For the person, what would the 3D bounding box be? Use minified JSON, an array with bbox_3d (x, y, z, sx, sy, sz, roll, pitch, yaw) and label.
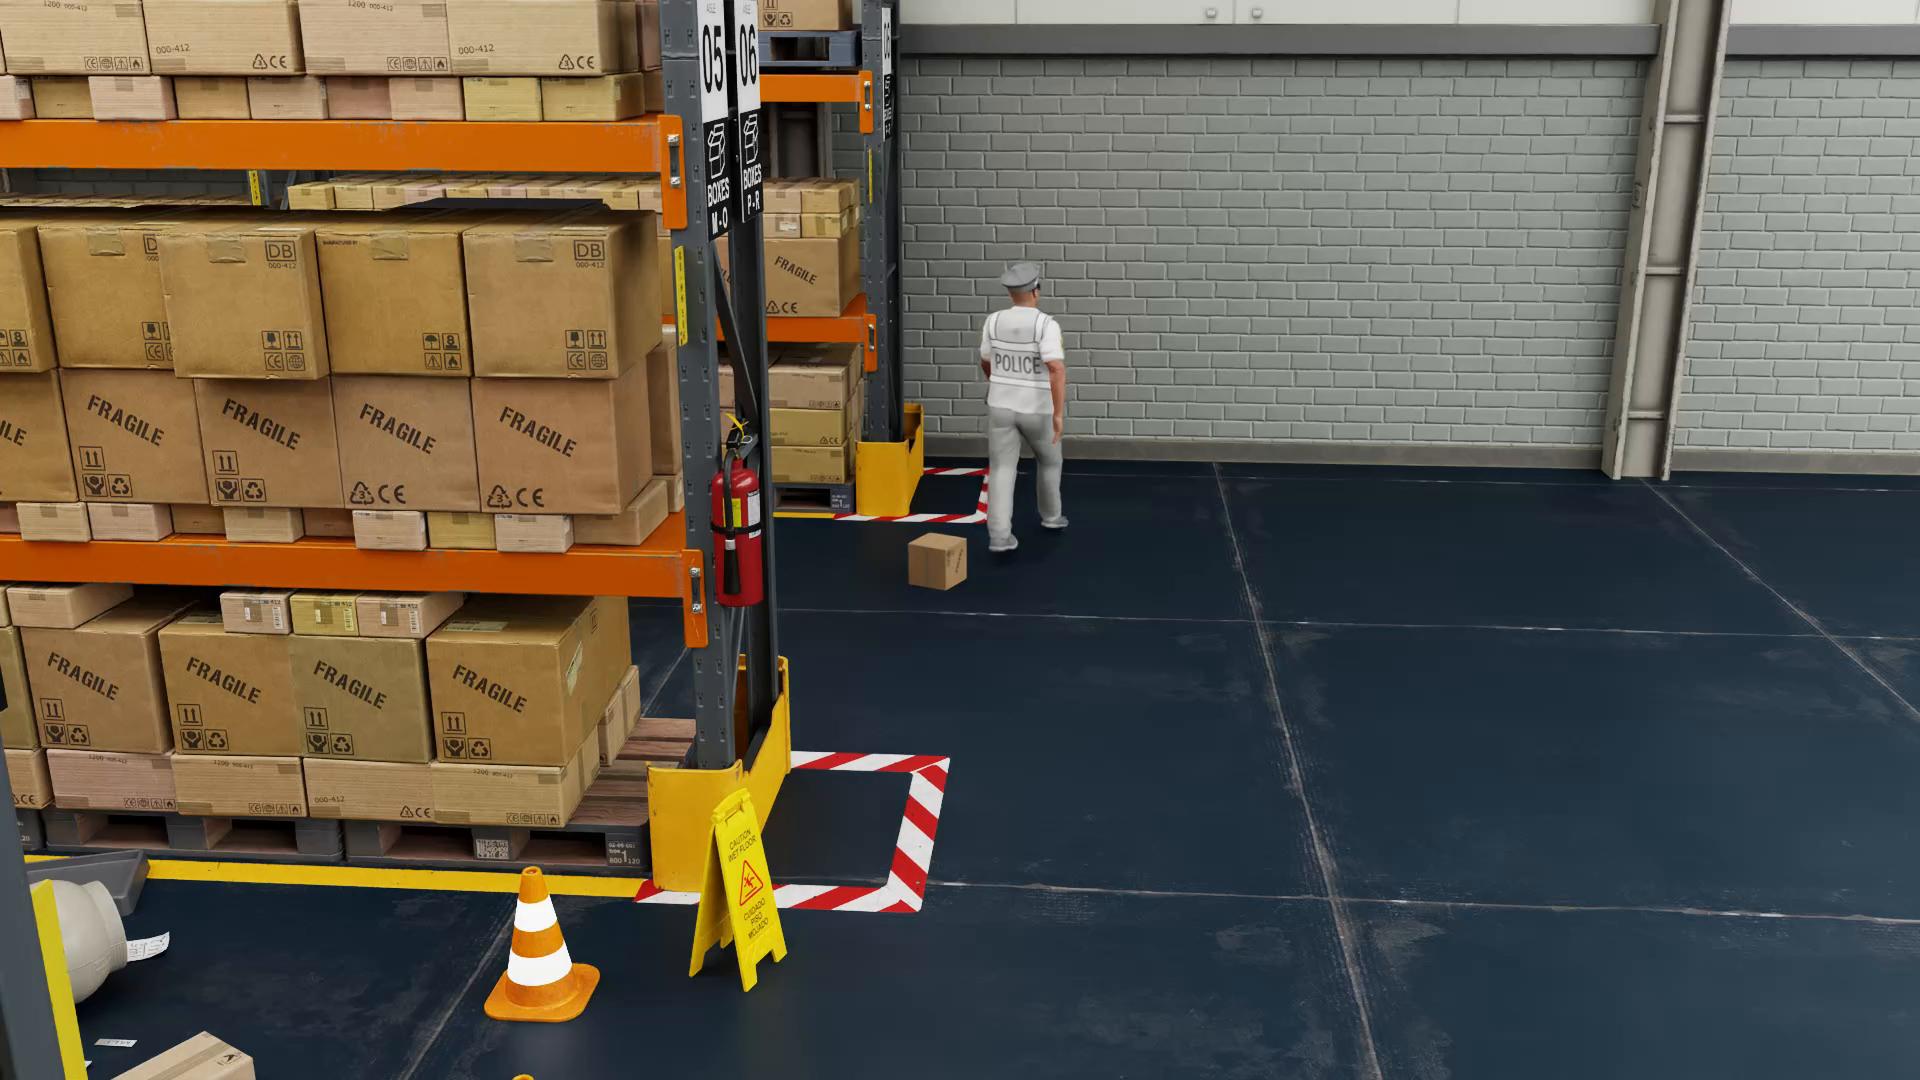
[{"bbox_3d":[0.410,-0.818,10.162,0.585,1.757,1.003,5,18,16],"label":"person"}]
